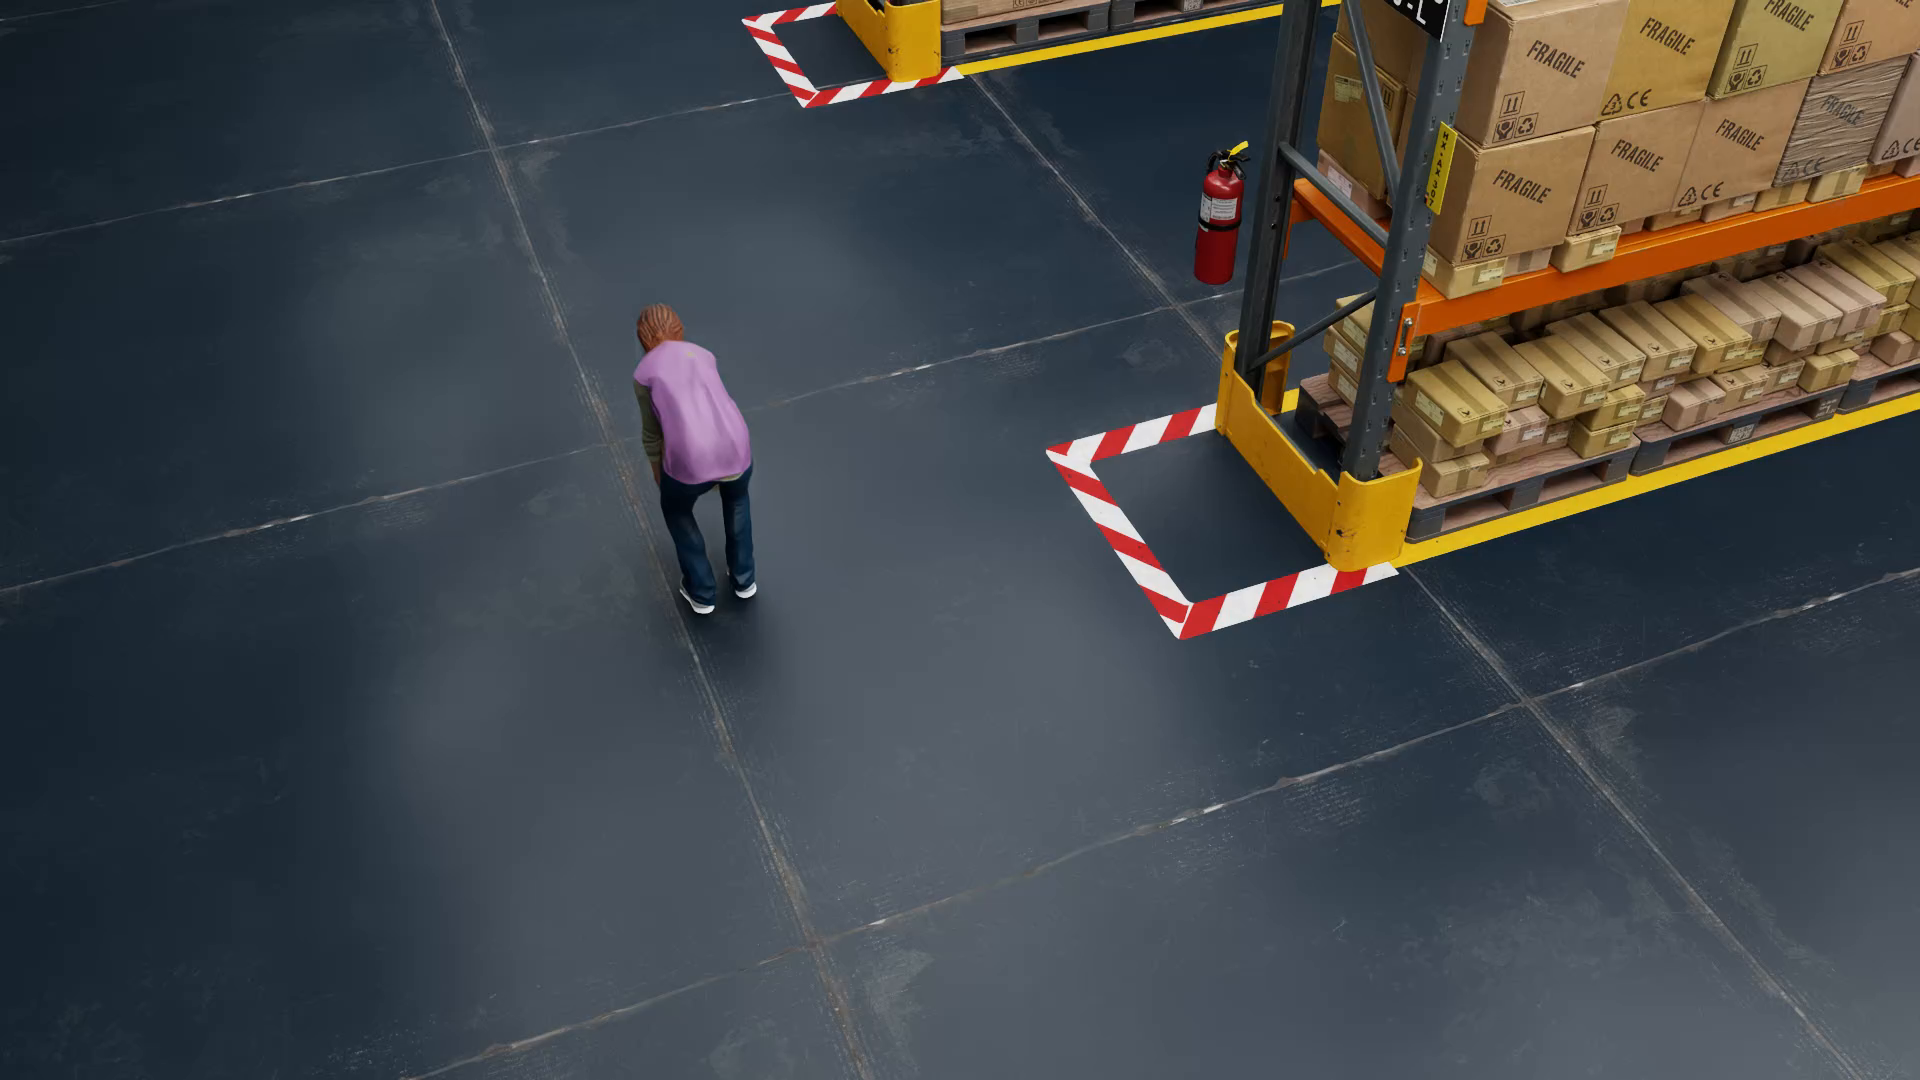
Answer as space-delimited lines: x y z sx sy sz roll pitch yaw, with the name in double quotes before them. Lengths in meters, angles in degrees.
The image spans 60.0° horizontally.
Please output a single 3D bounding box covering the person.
"person" -1.098 -0.311 6.870 0.382 1.114 0.848 -17 45 -18
